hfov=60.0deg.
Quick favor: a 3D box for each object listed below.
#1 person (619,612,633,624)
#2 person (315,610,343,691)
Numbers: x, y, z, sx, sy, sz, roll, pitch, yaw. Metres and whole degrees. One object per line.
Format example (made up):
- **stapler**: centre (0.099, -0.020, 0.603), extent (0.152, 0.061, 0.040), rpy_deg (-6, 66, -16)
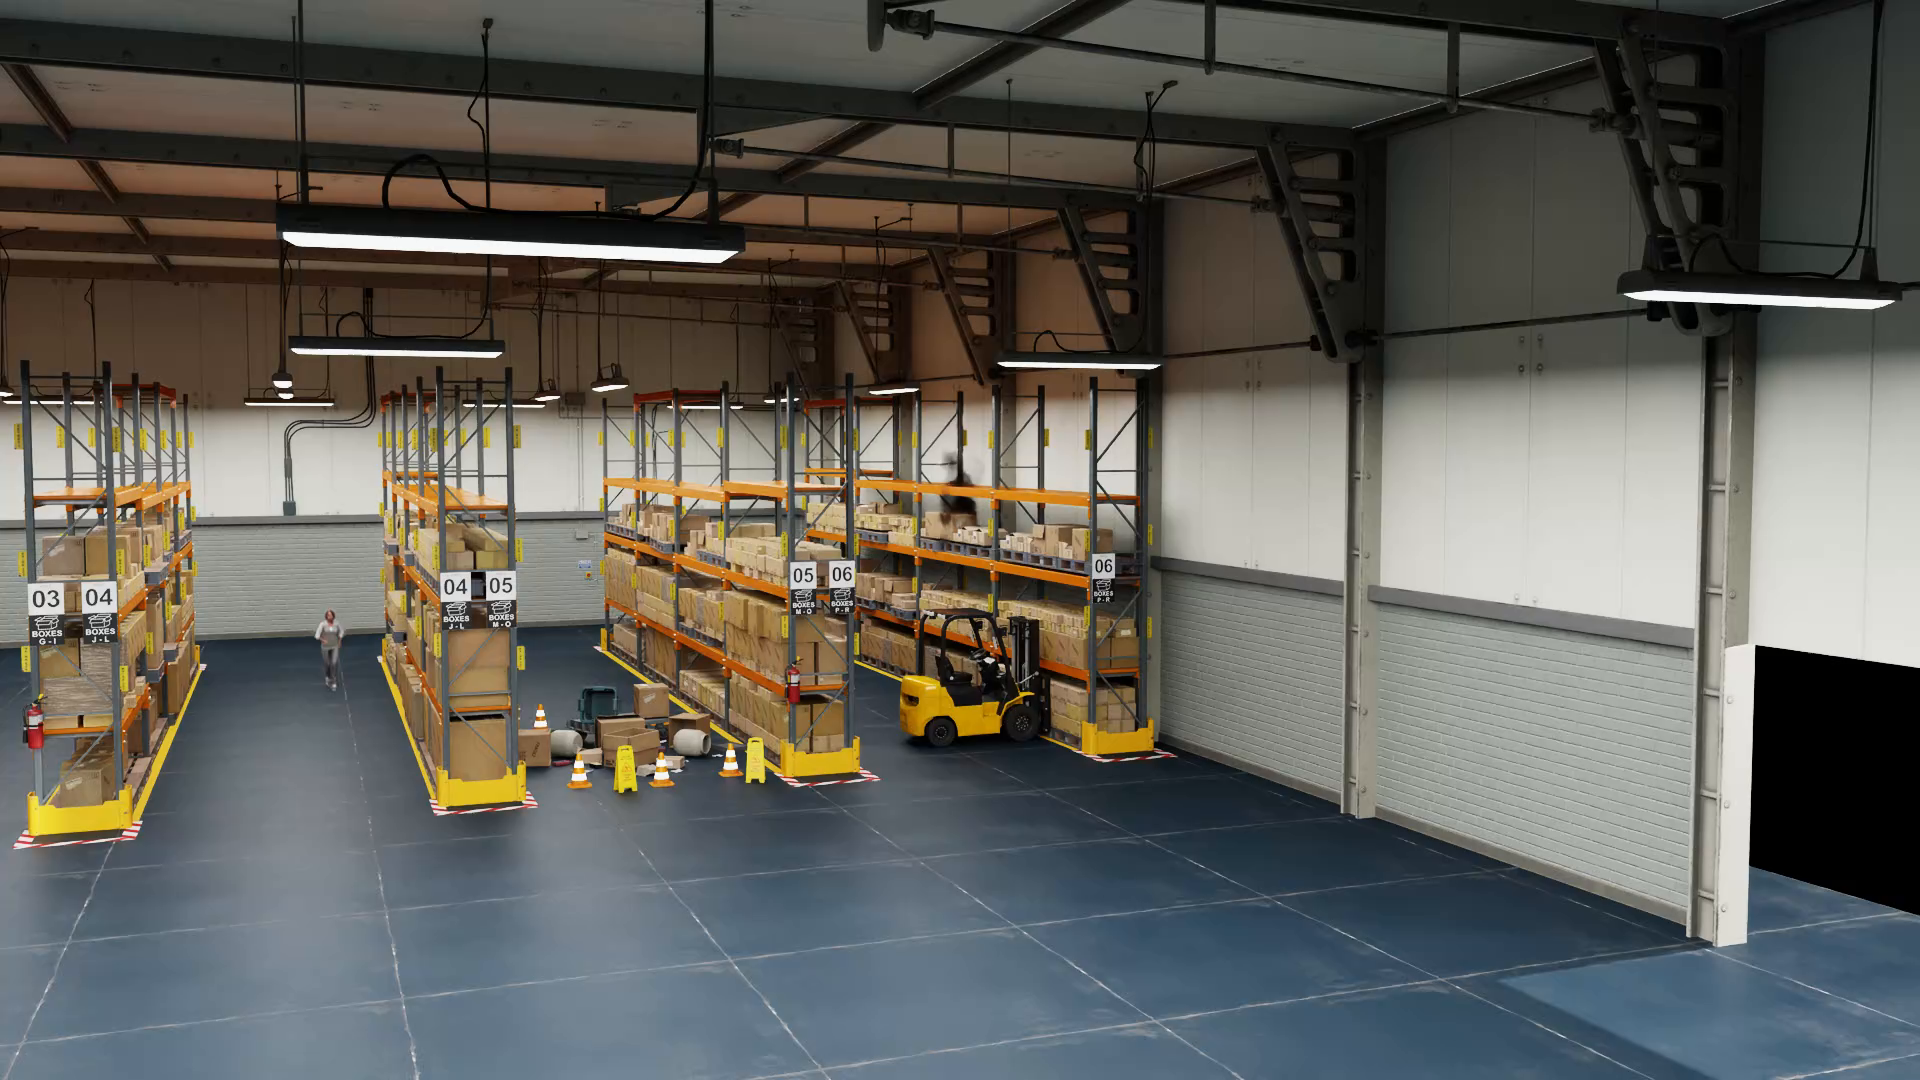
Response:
- **person**: centre (-8.146, 1.693, 40.923), extent (0.578, 1.694, 0.743), rpy_deg (0, 3, 3)
- **person**: centre (-12.658, 2.199, 33.402), extent (0.544, 1.584, 0.839), rpy_deg (-2, 4, -25)
